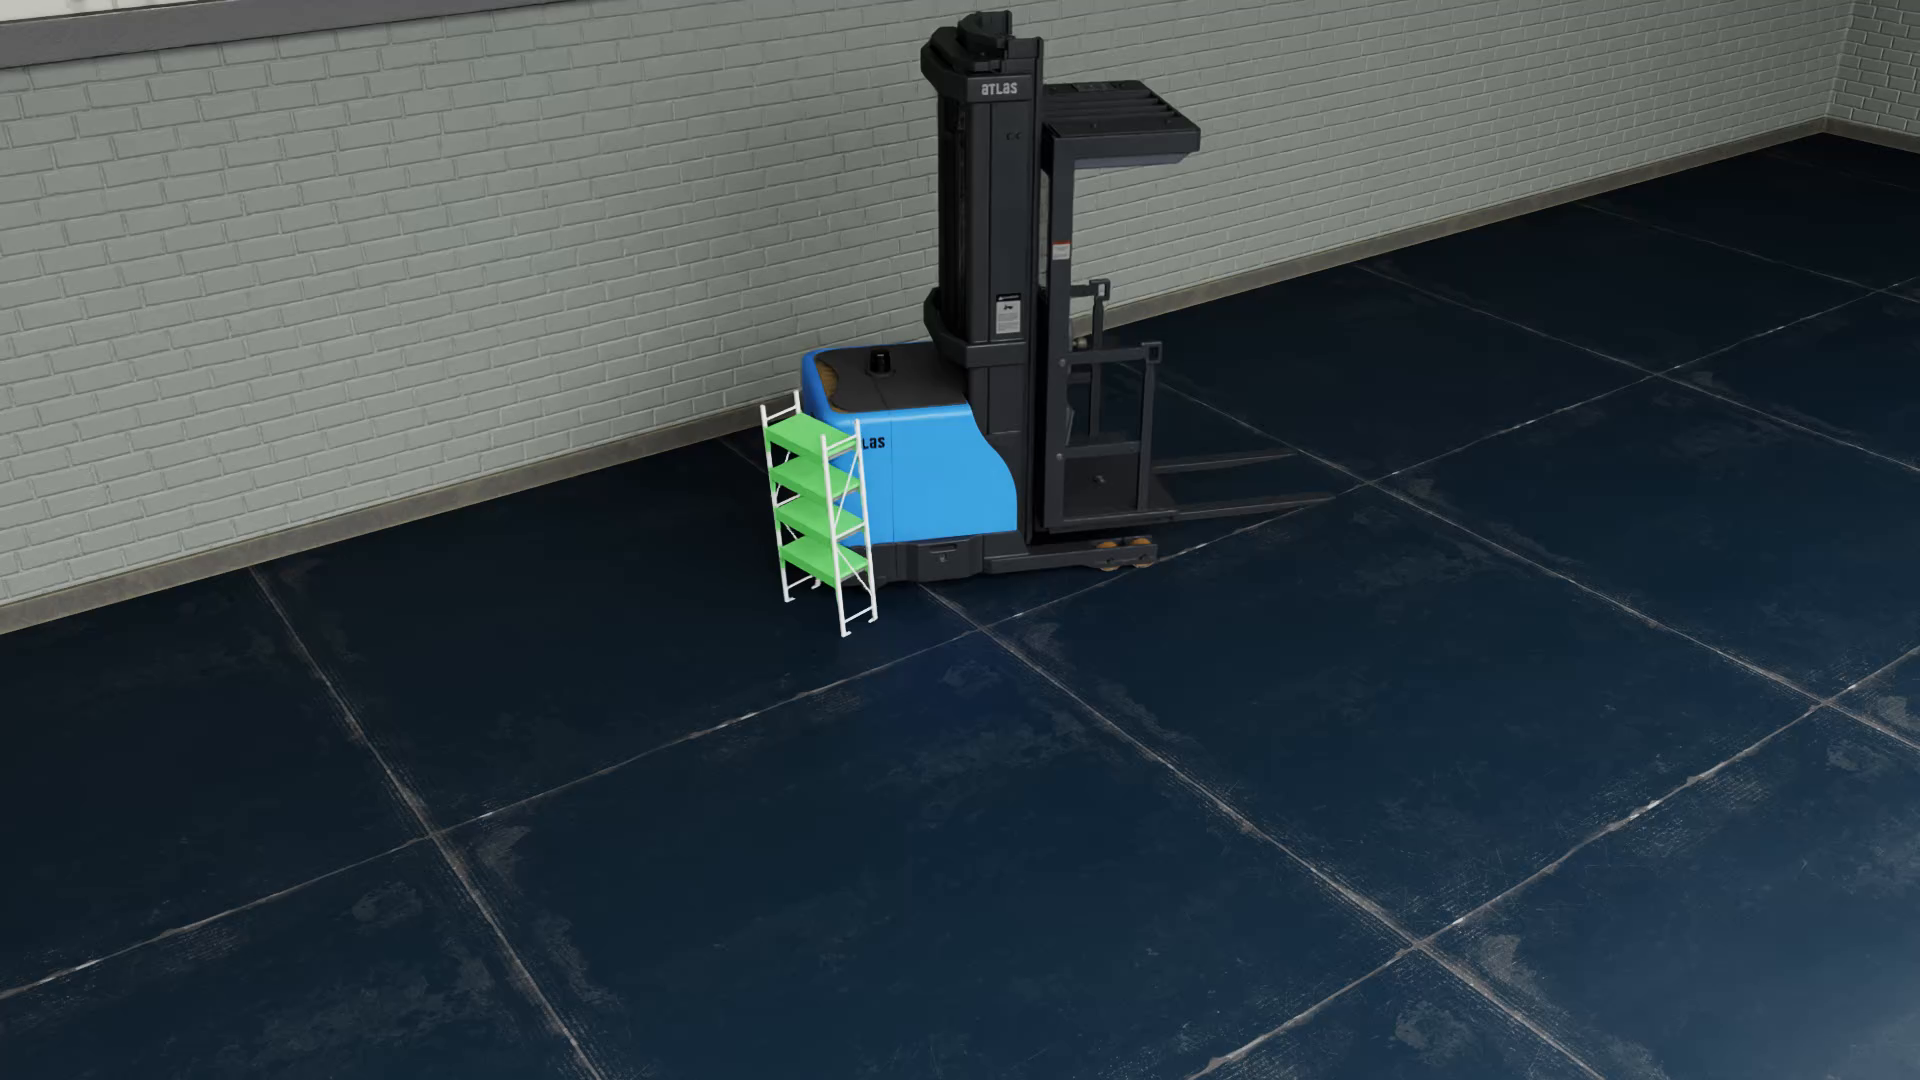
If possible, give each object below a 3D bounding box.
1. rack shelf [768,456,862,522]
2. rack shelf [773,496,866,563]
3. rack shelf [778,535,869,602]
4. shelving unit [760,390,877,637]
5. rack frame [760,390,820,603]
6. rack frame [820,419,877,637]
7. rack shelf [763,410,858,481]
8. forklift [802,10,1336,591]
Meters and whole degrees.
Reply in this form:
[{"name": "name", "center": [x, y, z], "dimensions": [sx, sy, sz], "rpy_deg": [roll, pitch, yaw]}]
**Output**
[{"name": "rack shelf", "center": [-0.742, -0.282, 8.626], "dimensions": [0.258, 0.148, 0.480], "rpy_deg": [-28, 39, -35]}, {"name": "rack shelf", "center": [-0.730, -0.077, 8.750], "dimensions": [0.258, 0.148, 0.480], "rpy_deg": [-28, 39, -35]}, {"name": "rack shelf", "center": [-0.718, 0.128, 8.874], "dimensions": [0.258, 0.148, 0.480], "rpy_deg": [-28, 39, -35]}, {"name": "shelving unit", "center": [-0.733, -0.131, 8.717], "dimensions": [0.258, 1.200, 0.503], "rpy_deg": [-28, 39, -35]}, {"name": "rack frame", "center": [-0.900, -0.216, 8.874], "dimensions": [0.240, 1.200, 0.015], "rpy_deg": [-28, 39, -35]}, {"name": "rack frame", "center": [-0.567, -0.046, 8.560], "dimensions": [0.240, 1.200, 0.015], "rpy_deg": [-28, 39, -35]}, {"name": "rack shelf", "center": [-0.754, -0.487, 8.502], "dimensions": [0.258, 0.148, 0.480], "rpy_deg": [-28, 39, -35]}, {"name": "forklift", "center": [0.655, -1.351, 9.166], "dimensions": [3.031, 2.935, 1.130], "rpy_deg": [-6, 29, -10]}]
